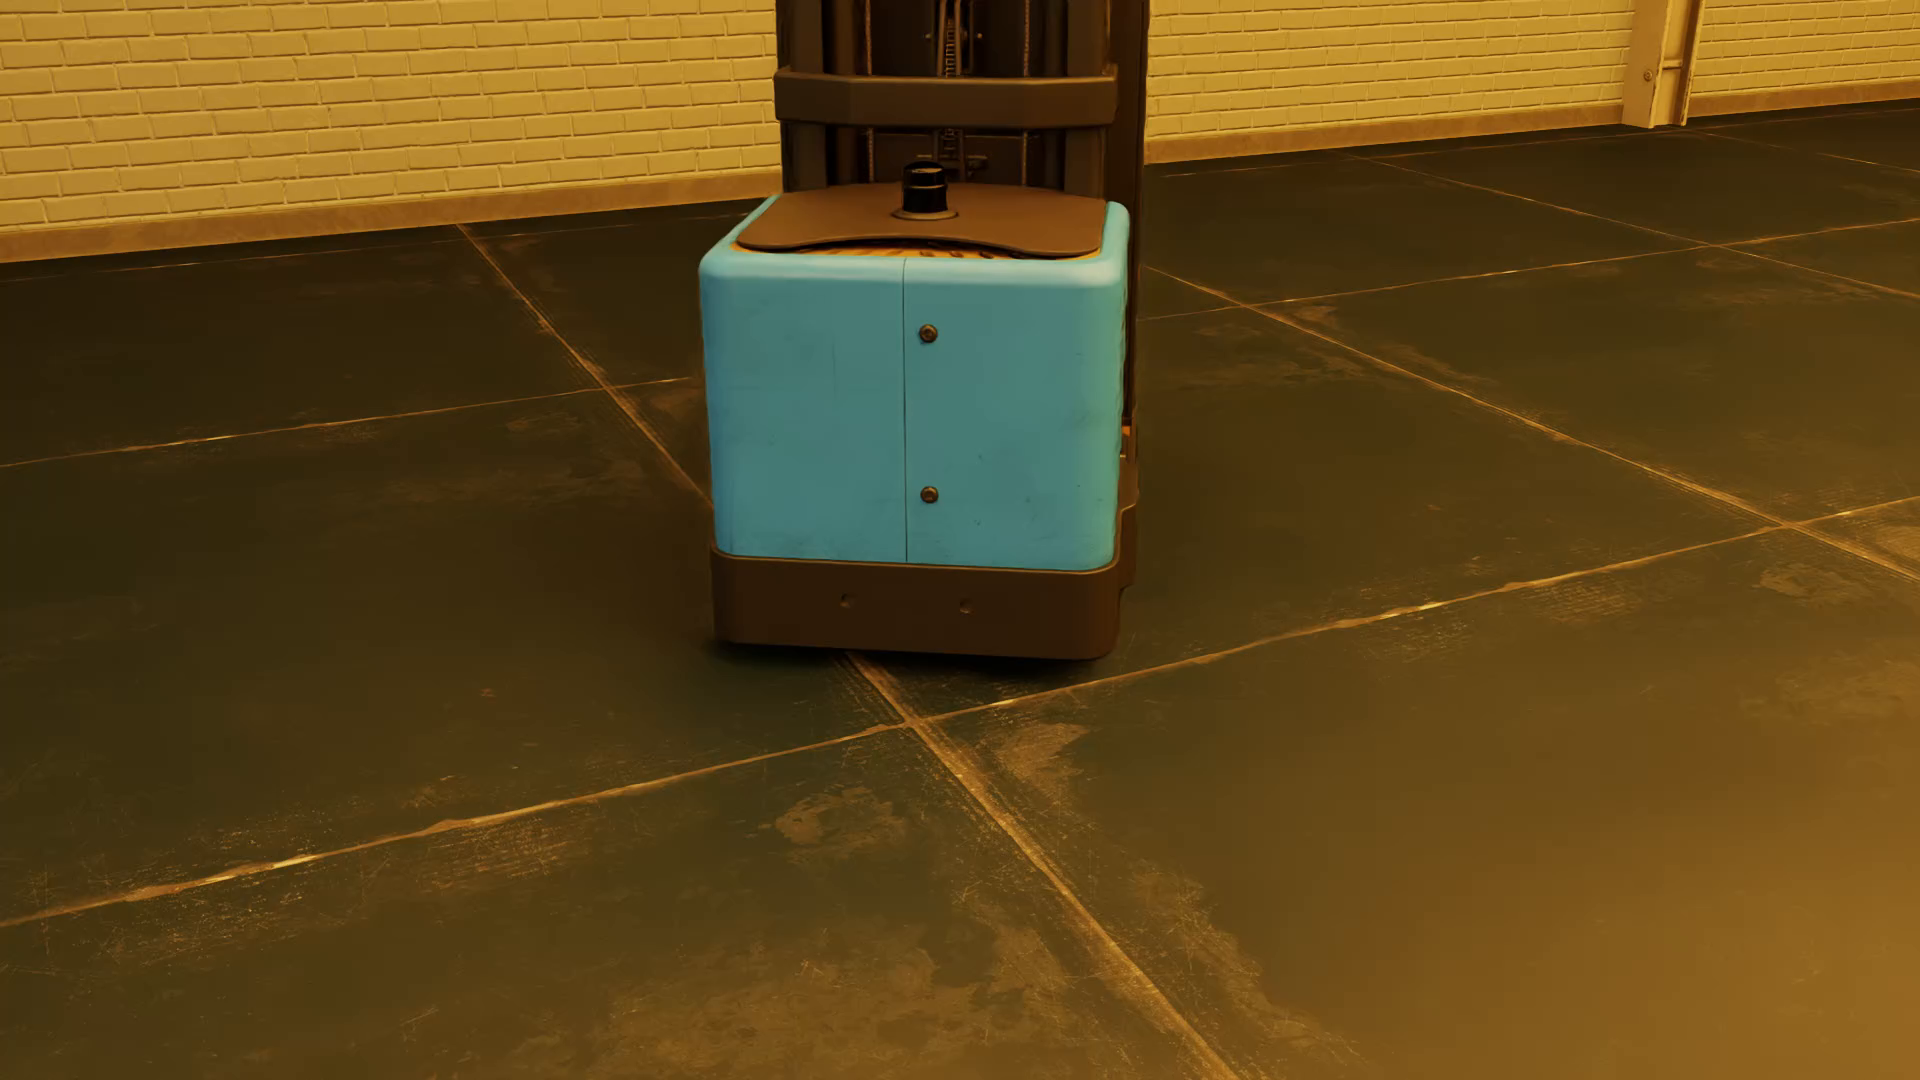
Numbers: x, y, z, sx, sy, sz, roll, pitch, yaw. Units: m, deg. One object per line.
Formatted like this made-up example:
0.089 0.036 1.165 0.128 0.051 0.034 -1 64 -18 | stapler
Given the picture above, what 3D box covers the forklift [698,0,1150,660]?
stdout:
0.034 -1.579 5.087 1.130 2.935 3.031 2 23 6 | forklift
